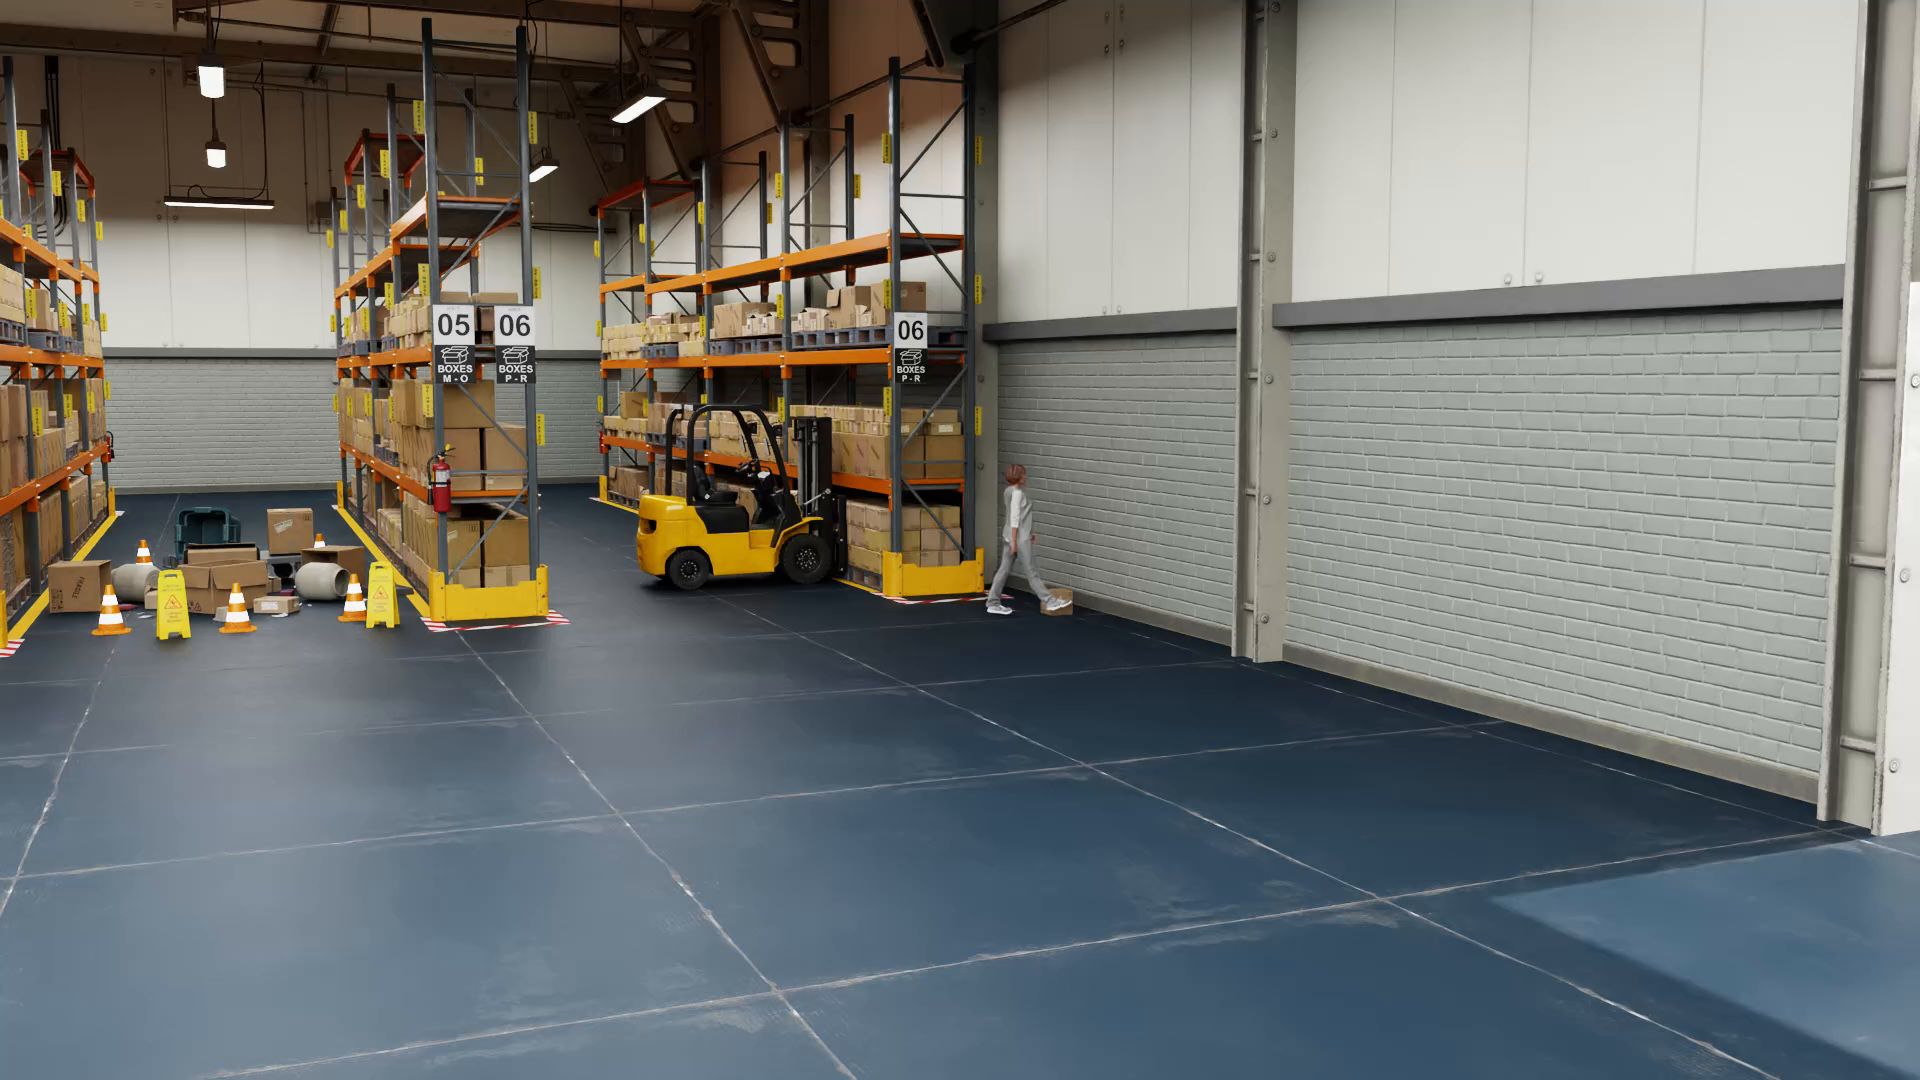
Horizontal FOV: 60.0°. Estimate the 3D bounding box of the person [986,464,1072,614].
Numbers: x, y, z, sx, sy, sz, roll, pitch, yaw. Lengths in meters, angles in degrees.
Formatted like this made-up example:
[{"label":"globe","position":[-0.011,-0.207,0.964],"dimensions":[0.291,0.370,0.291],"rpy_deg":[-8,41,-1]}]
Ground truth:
[{"label":"person","position":[0.694,-0.014,17.256],"dimensions":[0.888,1.562,0.417],"rpy_deg":[-2,6,-18]}]
